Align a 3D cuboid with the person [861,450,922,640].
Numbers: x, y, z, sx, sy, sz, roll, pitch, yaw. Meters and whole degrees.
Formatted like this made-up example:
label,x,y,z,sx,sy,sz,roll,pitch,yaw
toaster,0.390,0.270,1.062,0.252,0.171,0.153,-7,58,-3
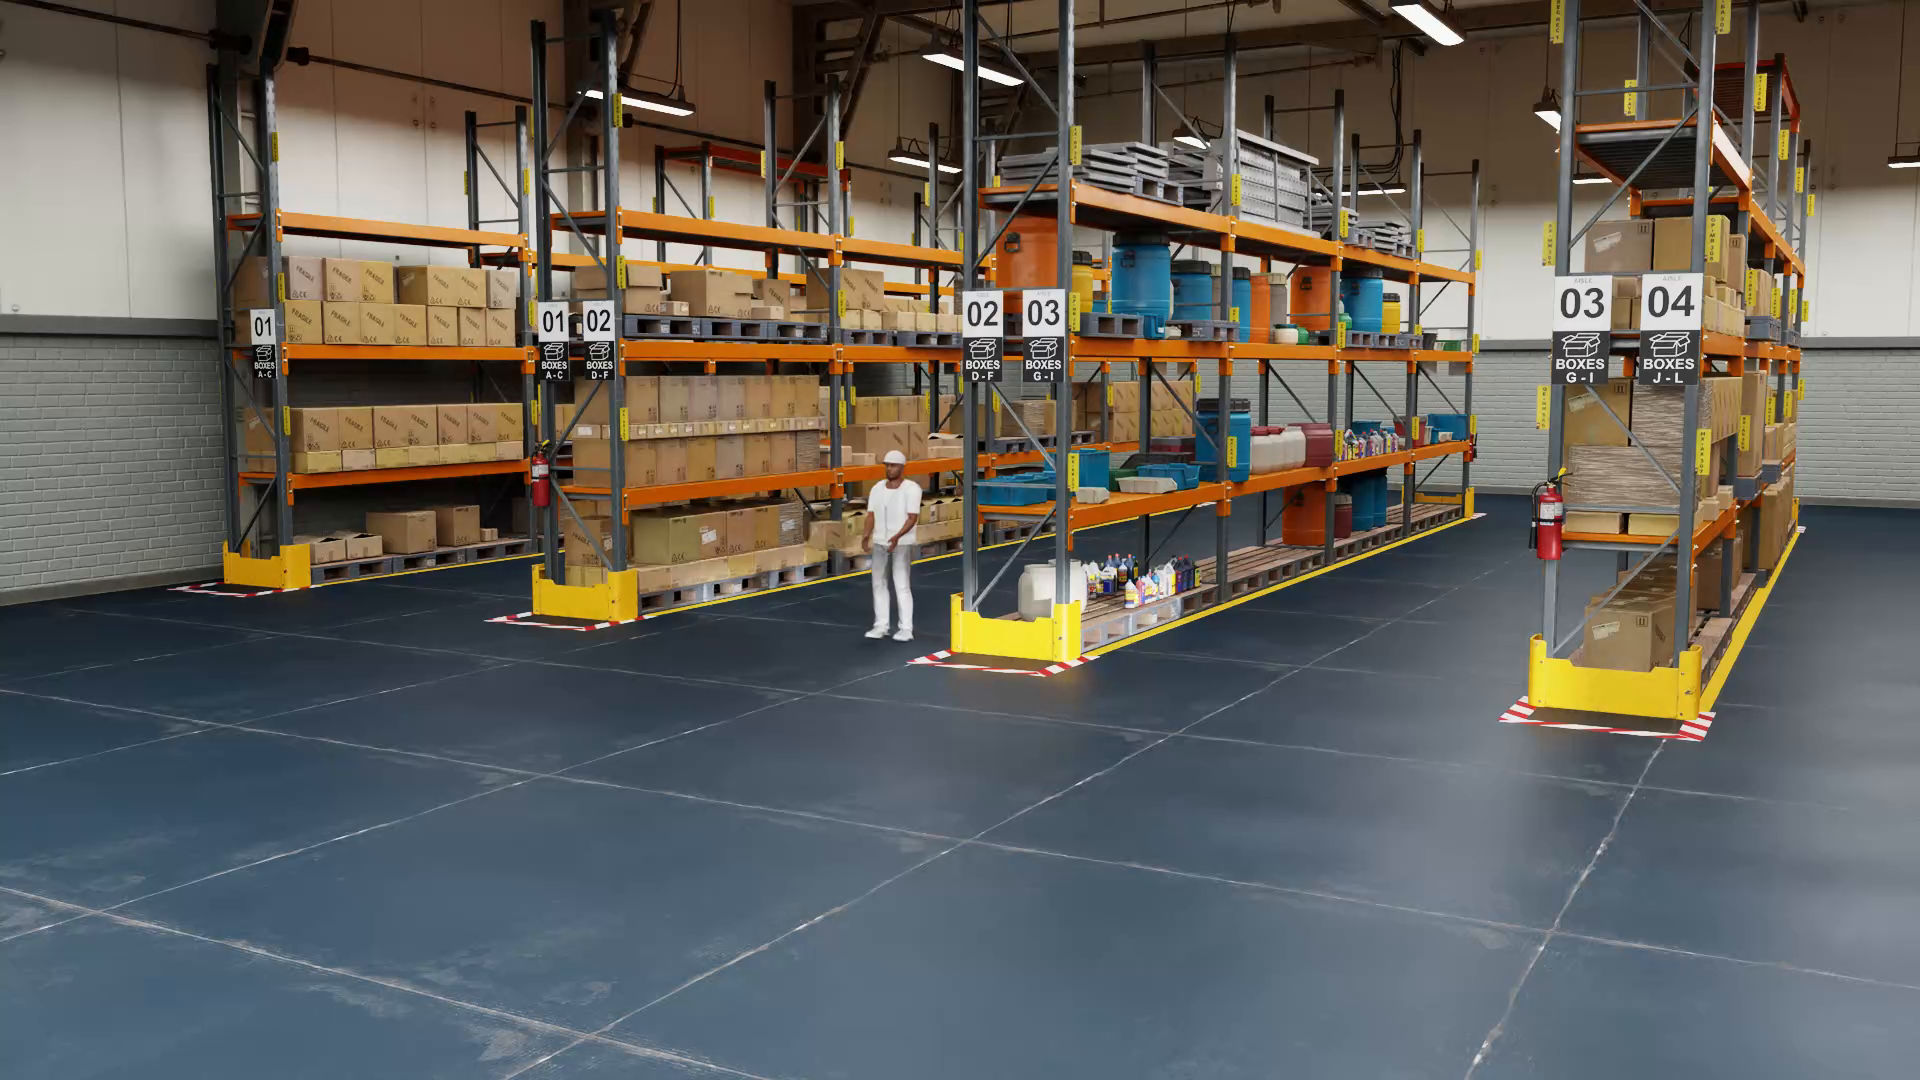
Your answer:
label,x,y,z,sx,sy,sz,roll,pitch,yaw
person,-0.663,0.049,15.534,0.548,1.770,0.541,3,7,28
